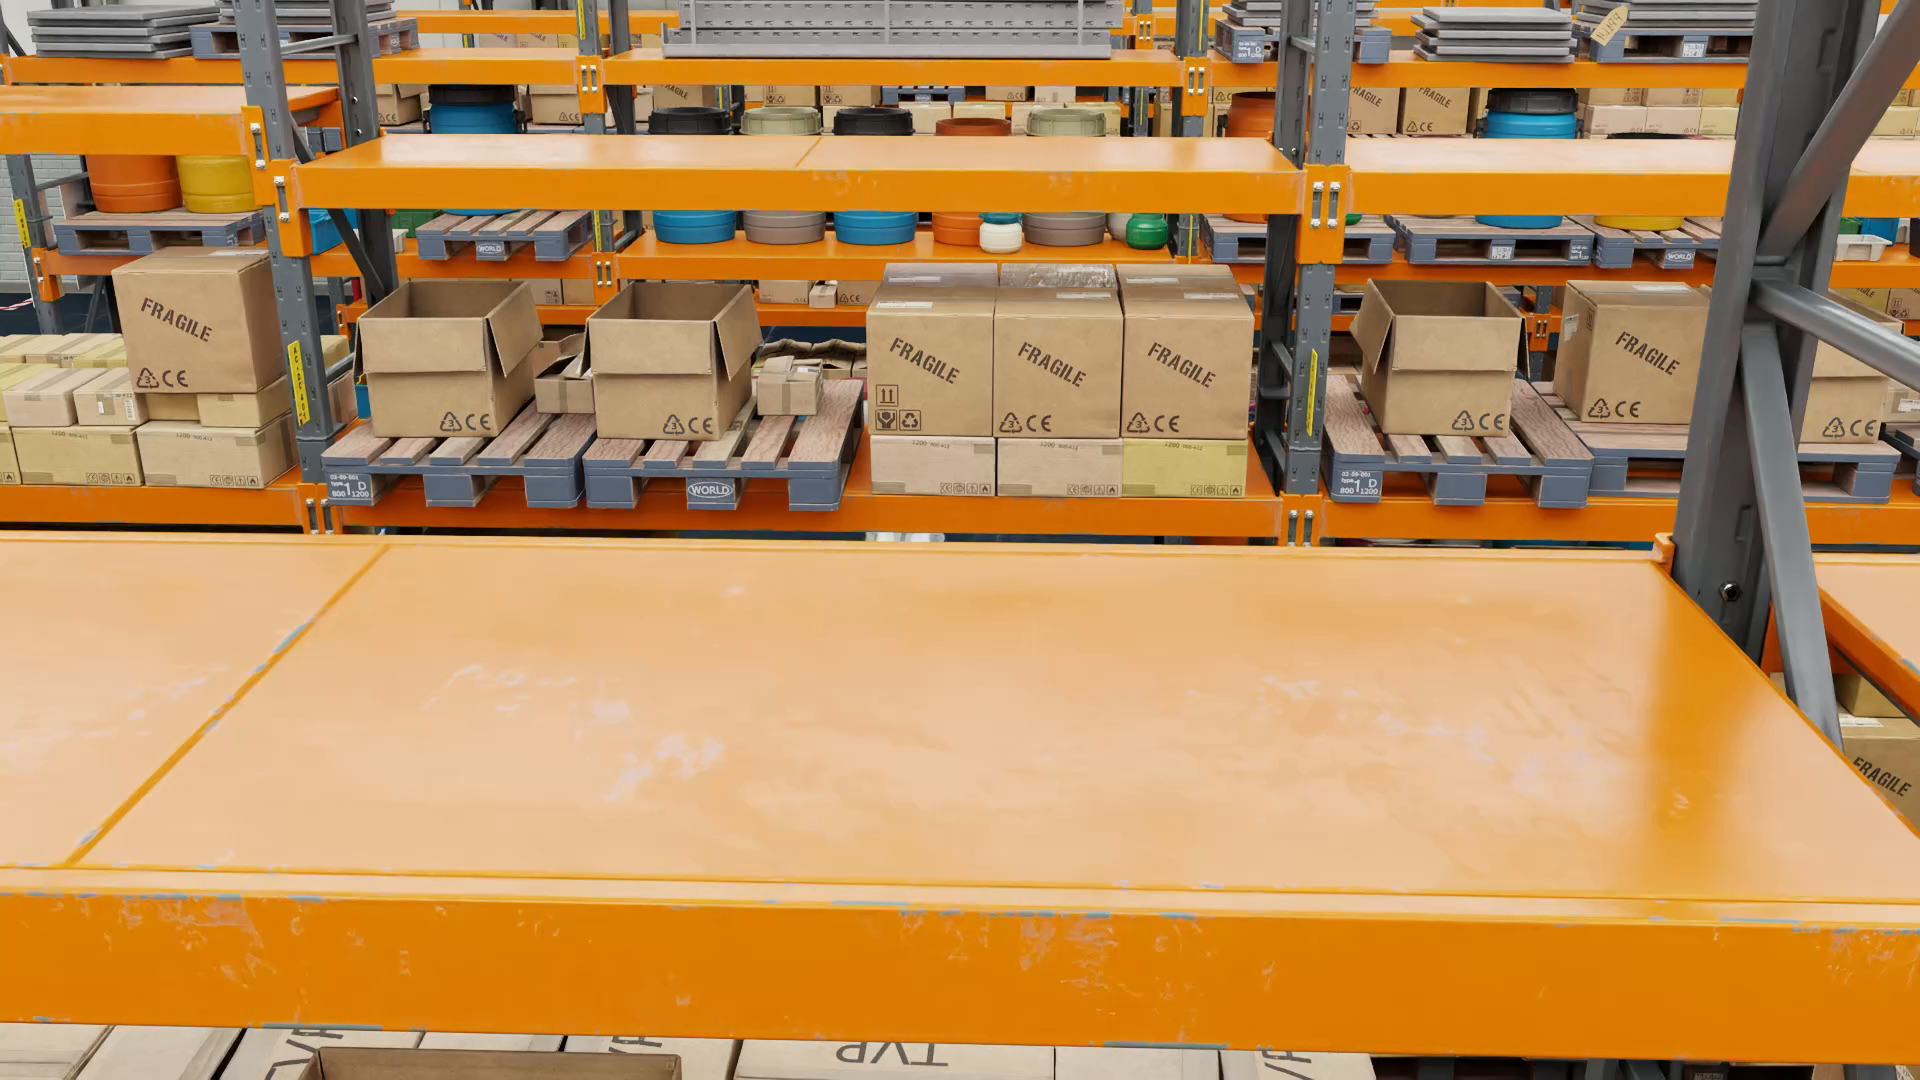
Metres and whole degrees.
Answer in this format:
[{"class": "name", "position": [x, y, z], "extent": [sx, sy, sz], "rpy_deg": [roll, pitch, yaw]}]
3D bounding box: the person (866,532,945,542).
[{"class": "person", "position": [-0.348, 0.436, 10.531], "extent": [0.494, 1.765, 0.546], "rpy_deg": [1, 21, 3]}]
